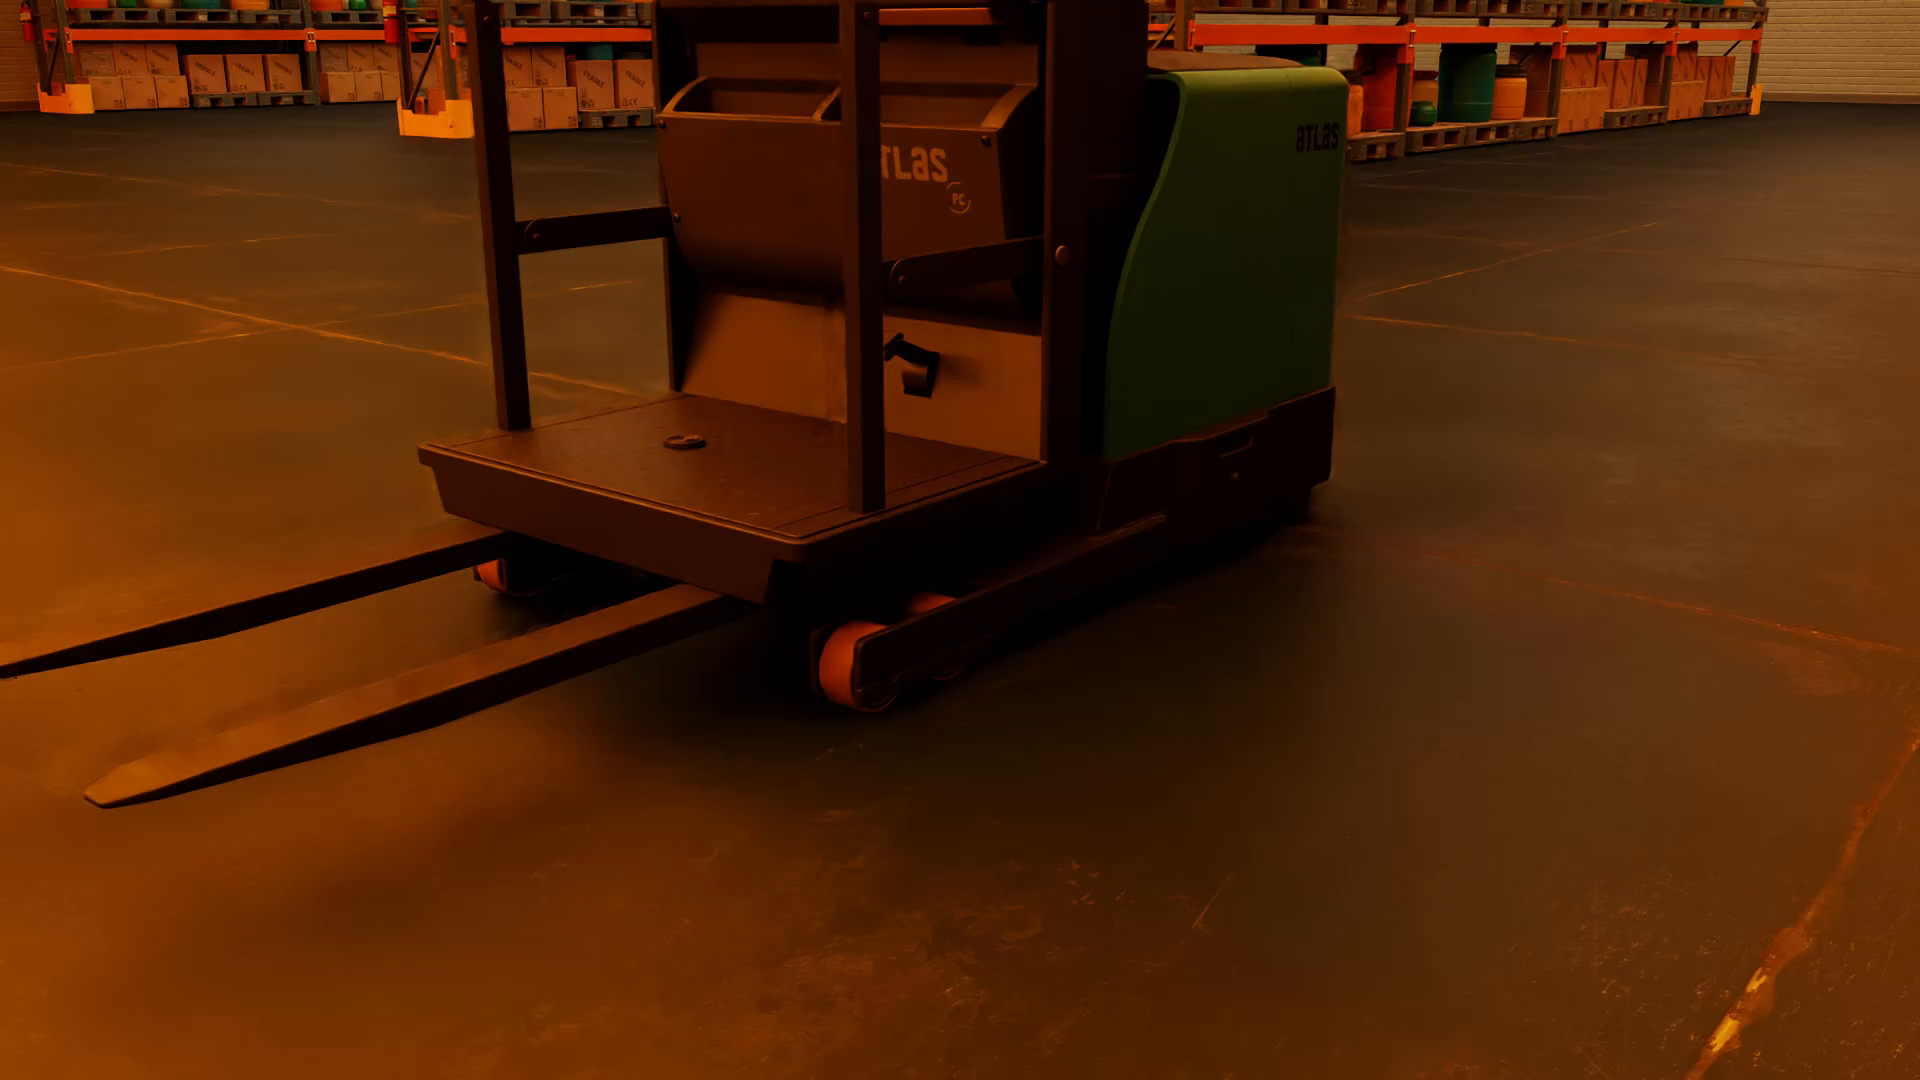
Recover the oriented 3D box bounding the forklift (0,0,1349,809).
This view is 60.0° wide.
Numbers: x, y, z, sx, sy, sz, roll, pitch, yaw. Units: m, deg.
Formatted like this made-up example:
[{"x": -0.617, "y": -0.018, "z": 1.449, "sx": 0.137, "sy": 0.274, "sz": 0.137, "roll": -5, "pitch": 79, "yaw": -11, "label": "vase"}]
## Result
[{"x": -0.378, "y": -1.259, "z": 3.044, "sx": 1.130, "sy": 2.935, "sz": 3.031, "roll": 13, "pitch": 21, "yaw": 37, "label": "forklift"}]
